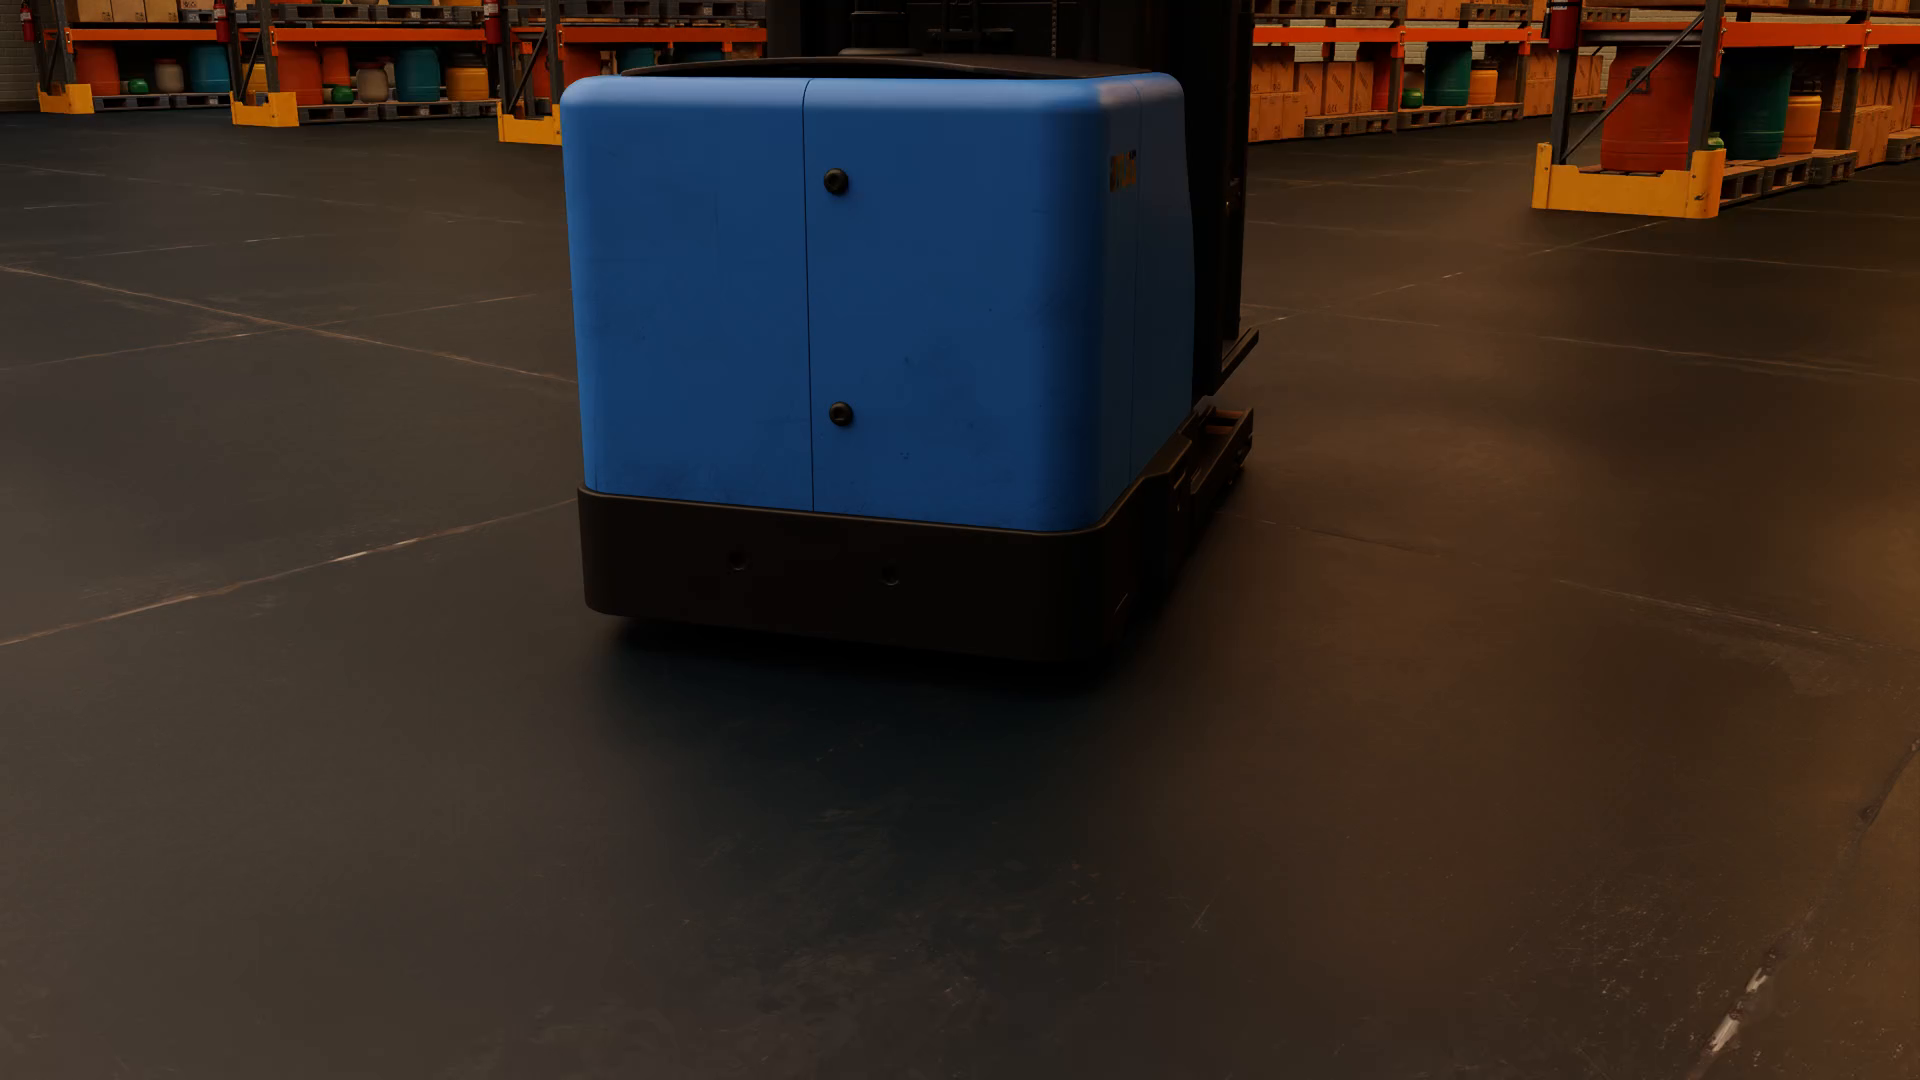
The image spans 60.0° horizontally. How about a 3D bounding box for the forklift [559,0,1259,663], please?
[{"bbox_3d":[0.182,-1.571,4.072,1.130,2.935,3.031,5,18,17],"label":"forklift"}]
